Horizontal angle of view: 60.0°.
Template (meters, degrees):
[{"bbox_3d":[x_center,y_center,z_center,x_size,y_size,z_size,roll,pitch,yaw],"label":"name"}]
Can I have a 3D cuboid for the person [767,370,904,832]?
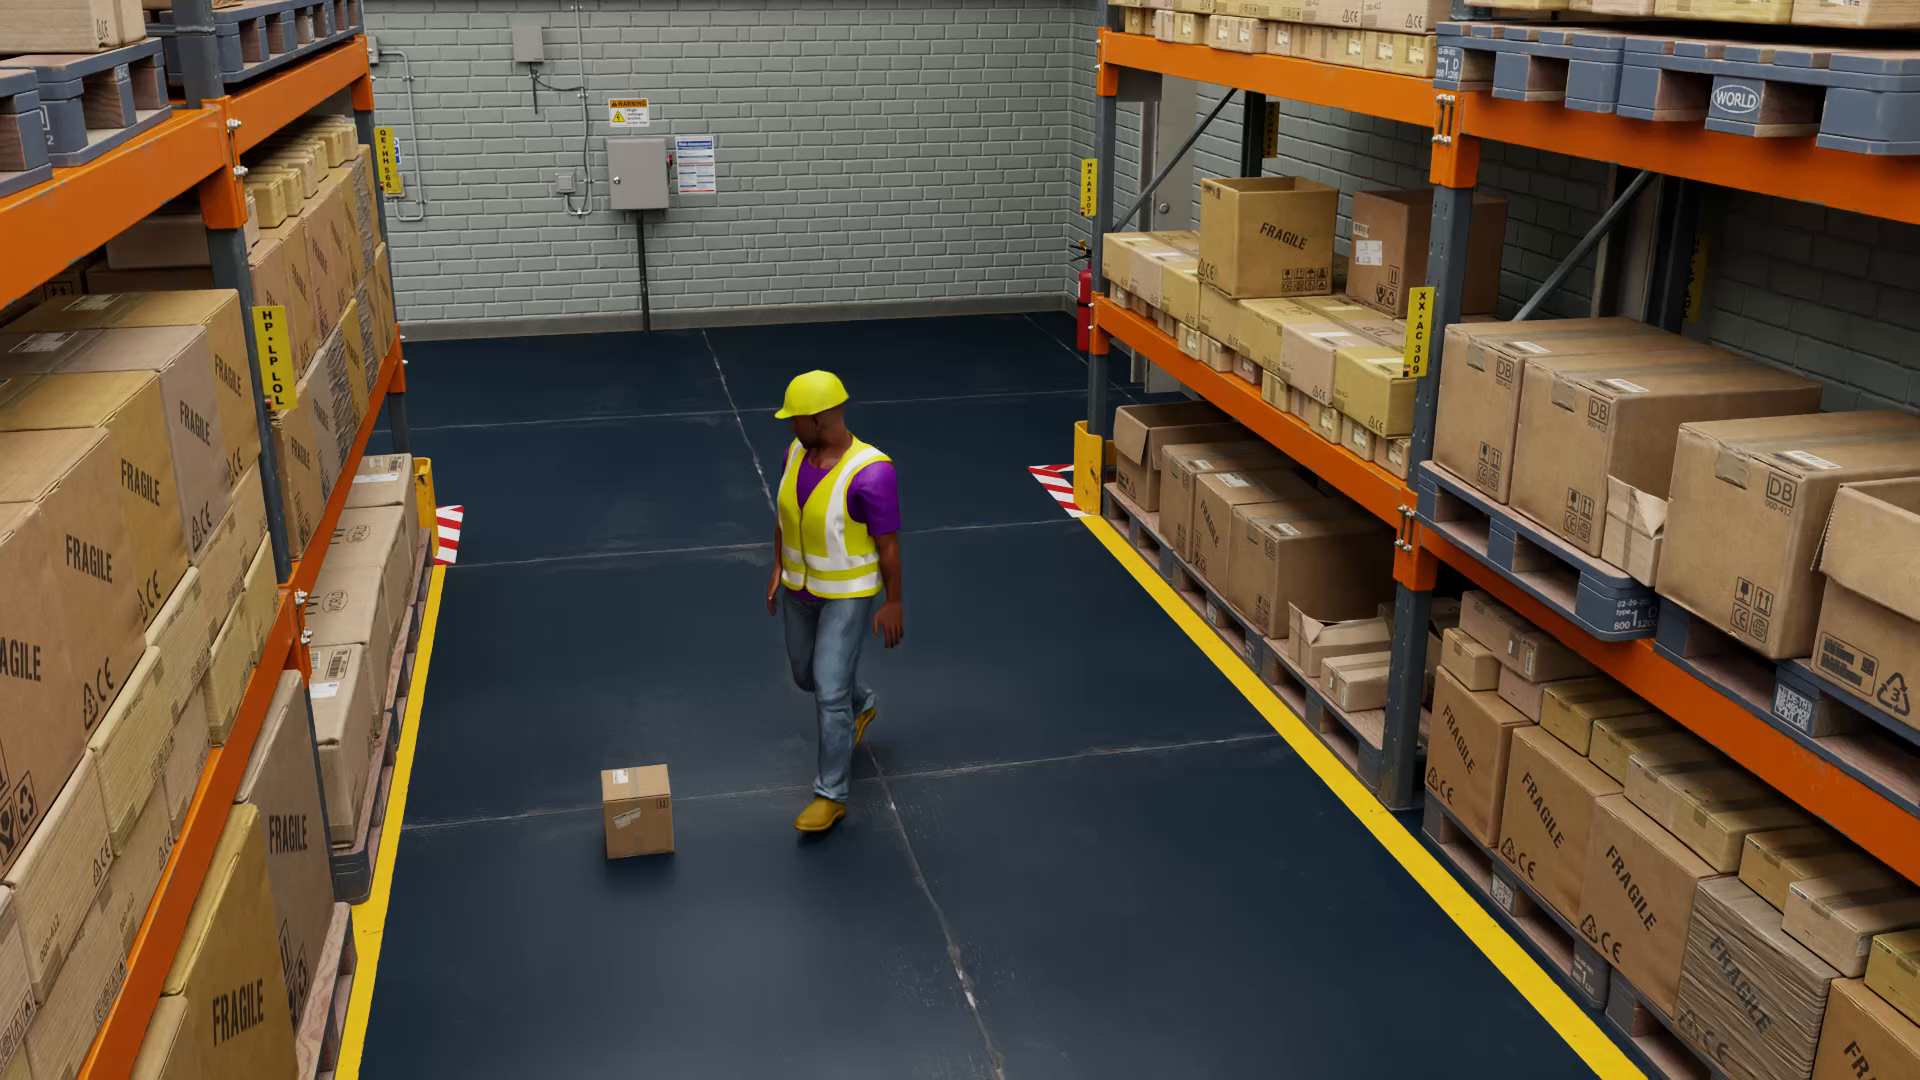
[{"bbox_3d":[-0.504,0.189,6.491,0.605,1.750,0.835,15,24,36],"label":"person"}]
